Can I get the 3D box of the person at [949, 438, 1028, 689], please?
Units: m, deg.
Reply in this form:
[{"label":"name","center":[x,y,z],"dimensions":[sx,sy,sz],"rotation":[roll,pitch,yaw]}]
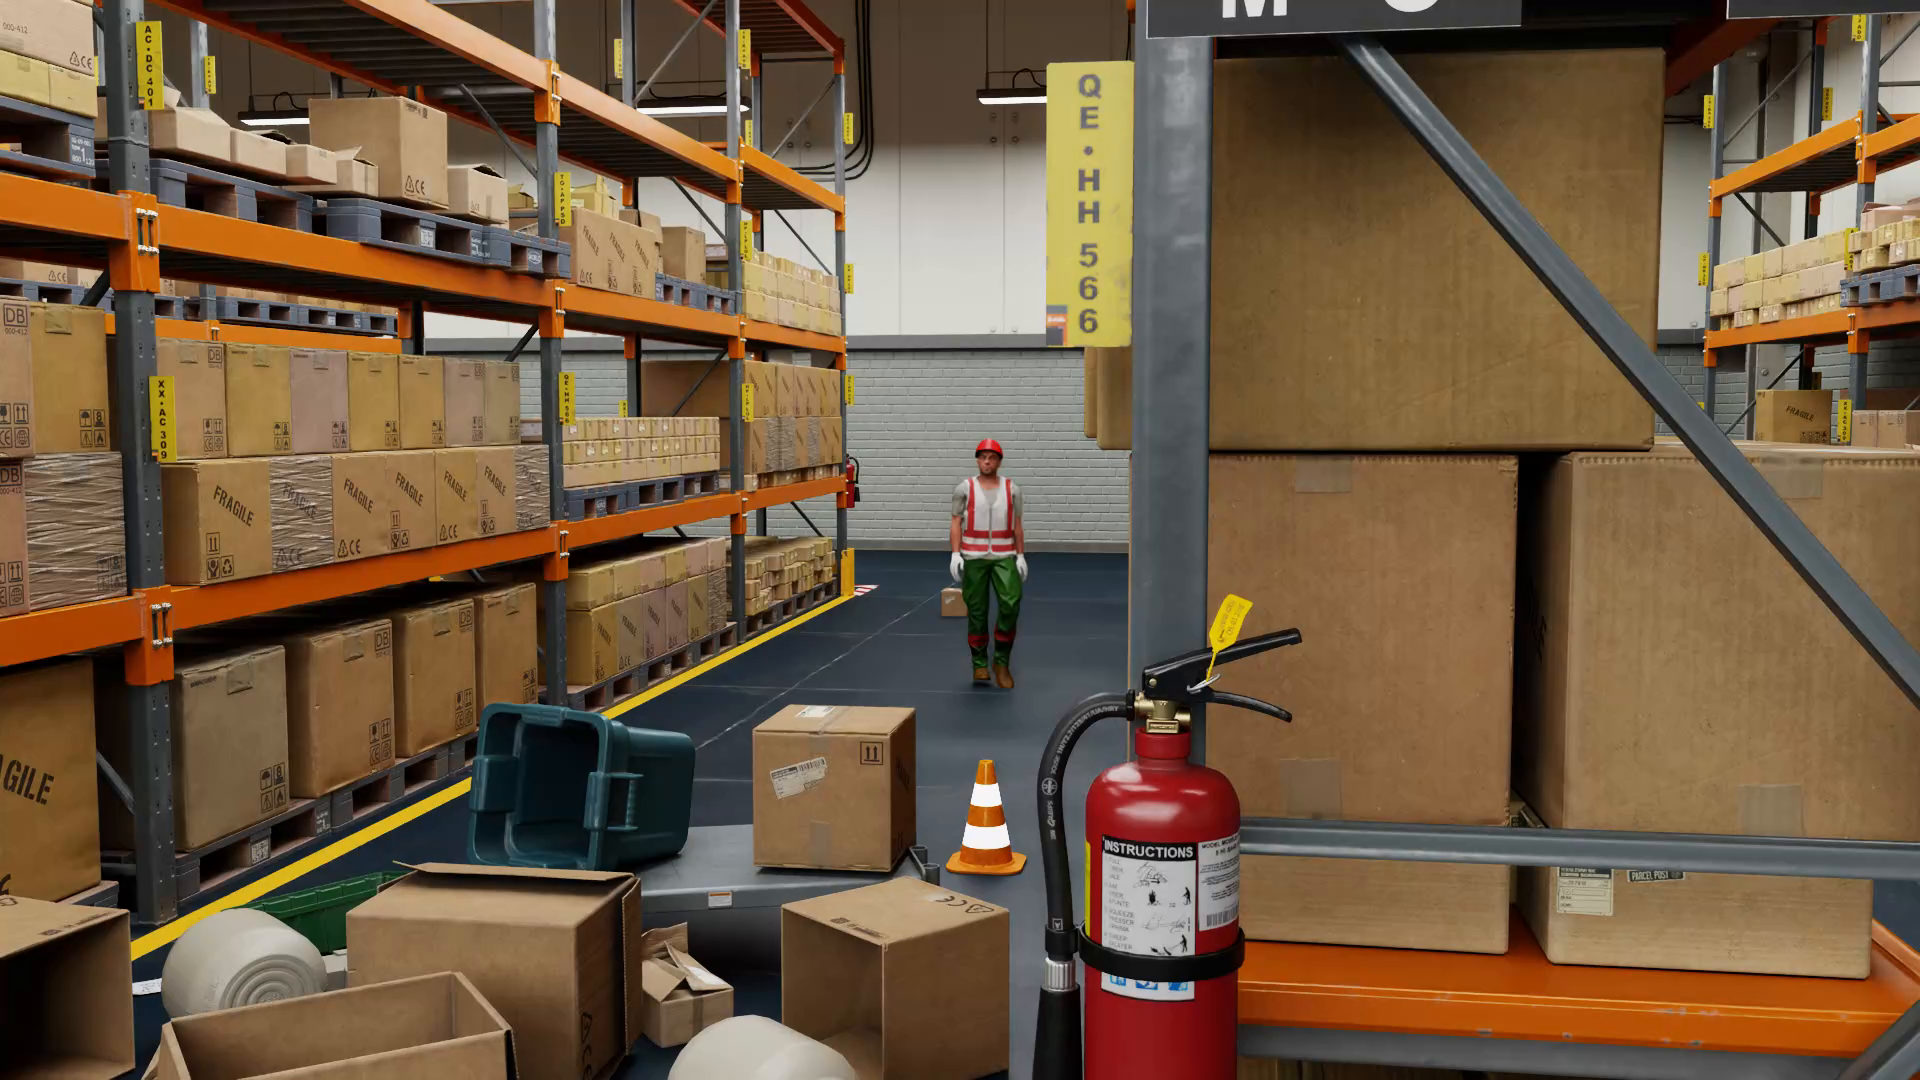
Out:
[{"label":"person","center":[0.217,0.178,12.120],"dimensions":[0.589,1.833,0.501],"rotation":[0,4,-4]}]
